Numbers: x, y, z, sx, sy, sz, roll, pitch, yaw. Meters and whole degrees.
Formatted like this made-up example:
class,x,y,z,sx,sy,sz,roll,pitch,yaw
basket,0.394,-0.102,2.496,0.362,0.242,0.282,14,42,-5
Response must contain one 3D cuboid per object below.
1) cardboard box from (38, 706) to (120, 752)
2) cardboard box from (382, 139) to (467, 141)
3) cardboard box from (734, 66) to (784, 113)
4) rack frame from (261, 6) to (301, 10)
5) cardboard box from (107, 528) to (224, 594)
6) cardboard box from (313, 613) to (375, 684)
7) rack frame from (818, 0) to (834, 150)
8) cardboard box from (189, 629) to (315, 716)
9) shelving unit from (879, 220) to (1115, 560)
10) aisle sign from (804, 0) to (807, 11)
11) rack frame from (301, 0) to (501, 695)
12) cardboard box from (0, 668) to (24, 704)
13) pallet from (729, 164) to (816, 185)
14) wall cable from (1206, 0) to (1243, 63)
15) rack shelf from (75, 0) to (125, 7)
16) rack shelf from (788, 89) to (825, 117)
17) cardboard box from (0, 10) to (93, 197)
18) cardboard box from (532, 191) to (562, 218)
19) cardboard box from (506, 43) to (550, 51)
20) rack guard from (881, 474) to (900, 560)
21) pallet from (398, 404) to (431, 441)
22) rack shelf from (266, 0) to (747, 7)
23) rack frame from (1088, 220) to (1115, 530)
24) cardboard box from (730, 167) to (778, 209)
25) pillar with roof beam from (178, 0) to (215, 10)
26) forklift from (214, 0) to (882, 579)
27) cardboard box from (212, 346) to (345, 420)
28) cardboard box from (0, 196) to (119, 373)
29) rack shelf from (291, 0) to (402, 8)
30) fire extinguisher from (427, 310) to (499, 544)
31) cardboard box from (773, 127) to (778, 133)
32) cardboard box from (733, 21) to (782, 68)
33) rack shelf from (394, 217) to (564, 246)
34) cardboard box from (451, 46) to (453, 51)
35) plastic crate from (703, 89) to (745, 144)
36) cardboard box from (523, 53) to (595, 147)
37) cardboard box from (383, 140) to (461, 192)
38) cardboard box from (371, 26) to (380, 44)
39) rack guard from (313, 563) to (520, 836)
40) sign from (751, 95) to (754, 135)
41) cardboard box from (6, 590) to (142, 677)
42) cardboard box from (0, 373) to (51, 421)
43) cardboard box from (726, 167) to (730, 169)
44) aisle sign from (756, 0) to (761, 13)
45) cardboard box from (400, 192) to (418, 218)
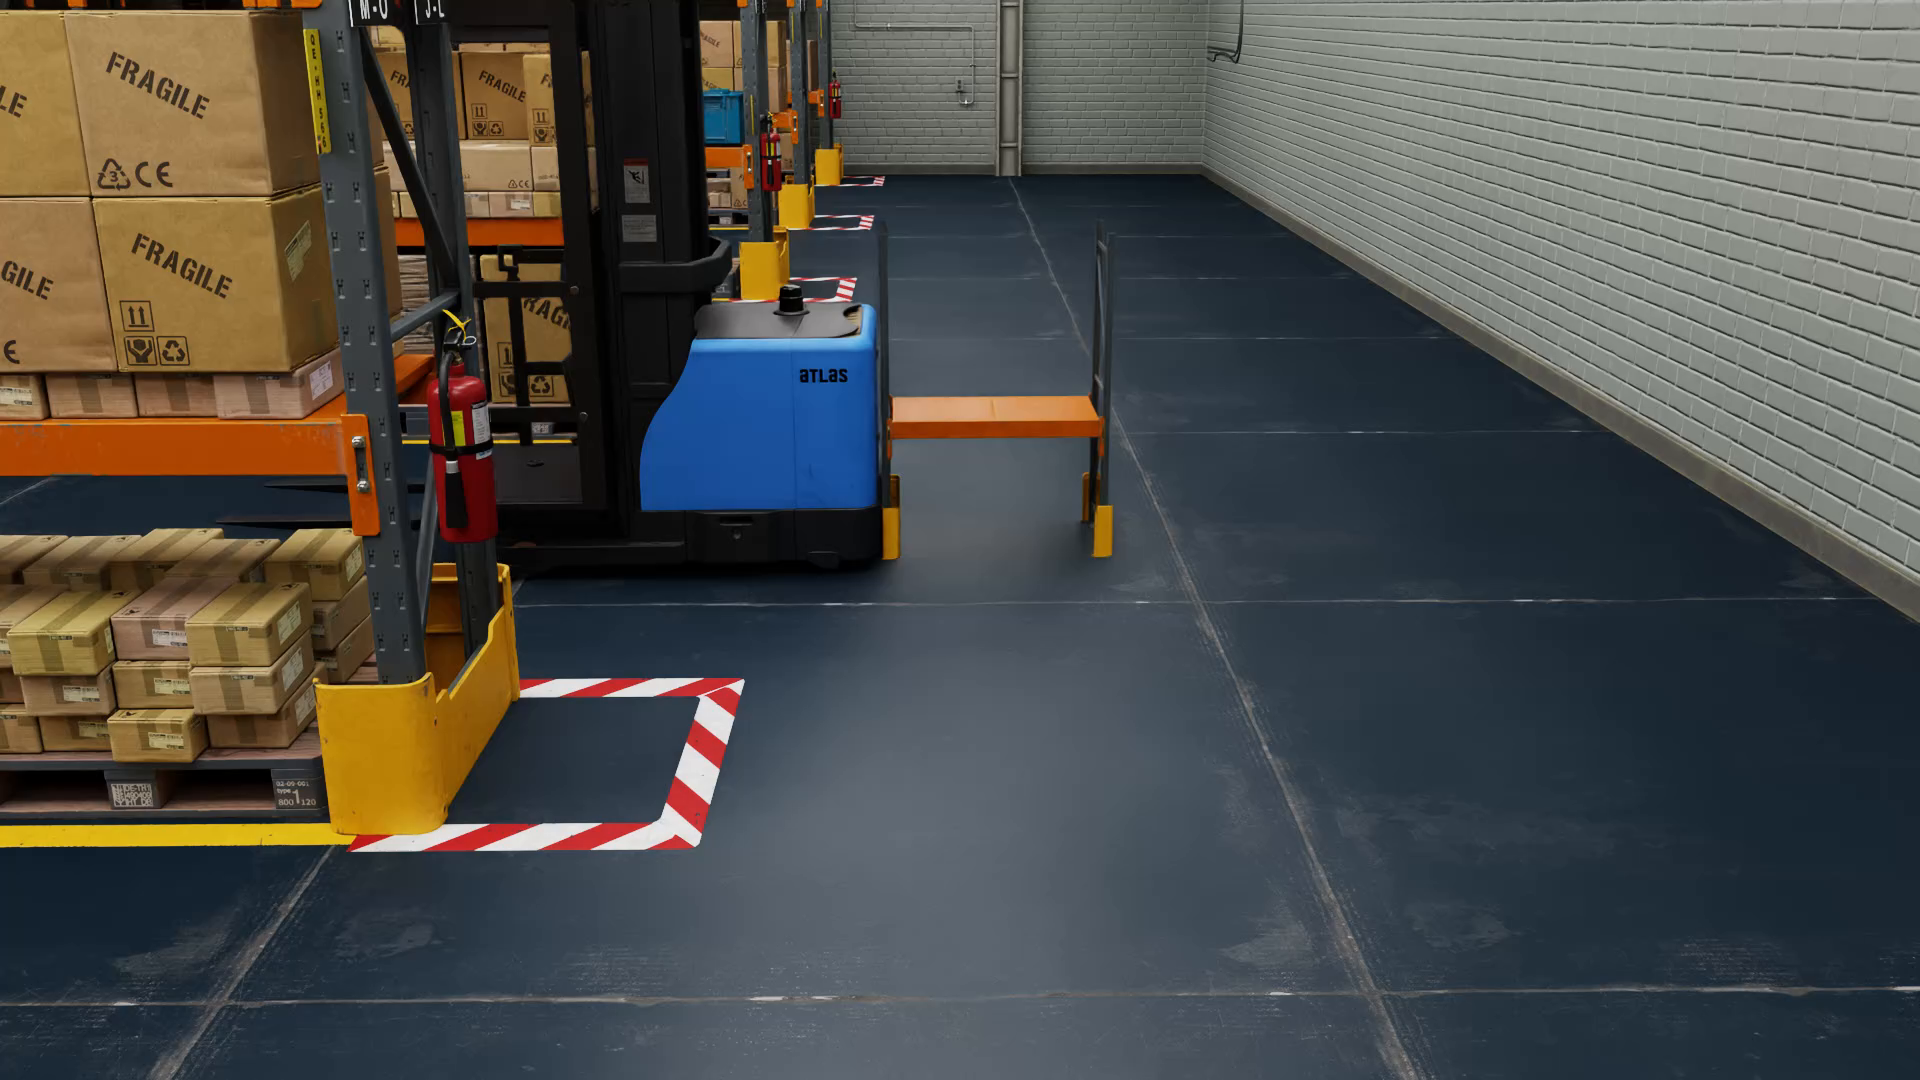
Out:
class,x,y,z,sx,sy,sz,roll,pitch,yaw
cardboard box,-2.781,0.543,5.423,0.250,0.149,0.380,0,18,-1
cardboard box,-3.221,-2.348,10.214,0.500,0.250,0.500,-1,18,-3
cardboard box,-2.311,-5.191,19.155,0.500,0.500,0.500,0,18,1
rack frame,-5.792,-3.697,14.660,0.127,3.000,1.000,0,18,-1
cardboard box,-2.794,0.085,5.876,0.250,0.149,0.380,0,18,-1
cardboard box,-2.266,0.375,5.949,0.250,0.149,0.380,0,18,0
rack frame,-1.949,-6.742,24.153,0.127,3.000,1.000,0,18,-1
cardboard box,-2.261,0.418,5.327,0.250,0.149,0.380,-1,18,-2
shelving unit,0.165,-0.717,7.827,1.083,1.500,0.587,-1,18,-2
aisle sign,-1.804,-6.557,19.320,0.004,0.787,0.394,0,18,-1
rack frame,-1.737,-0.688,5.281,0.127,3.000,1.000,0,18,-1
cardboard box,-3.050,0.391,5.411,0.250,0.149,0.380,0,18,-2
pallet,-2.747,-5.386,24.492,1.213,0.211,1.003,0,18,-1
wall cable,3.712,-8.038,23.455,0.112,2.526,3.097,0,18,-1
rack shelf,-7.867,-6.285,18.998,4.000,0.370,1.077,0,18,-1
rack shelf,-3.949,-6.389,24.232,4.000,0.370,1.077,0,18,-1
cardboard box,-2.698,-1.272,4.816,0.500,0.500,0.500,-1,18,-3
cardboard box,-2.325,-1.979,9.719,0.250,0.149,0.380,0,18,0
cardboard box,-4.875,-5.652,18.956,0.500,0.500,0.500,-1,18,-3
rack guard,-0.332,-0.117,8.002,0.087,0.250,0.587,-1,18,-2
pallet,-3.730,-0.843,10.328,1.213,0.211,1.003,0,18,-1
rack shelf,-3.793,-4.792,14.342,4.000,0.370,1.077,0,18,-1
rack frame,0.664,-0.722,7.844,0.032,1.500,0.500,-1,18,-2
cardboard box,-2.407,-4.170,19.508,0.500,0.500,0.500,0,18,-1
pillar with roof beam,-11.194,-8.503,19.821,0.400,9.000,9.100,0,18,-1
forklift,-1.897,-1.383,7.560,3.031,2.935,1.130,-1,18,-2
cardboard box,-2.059,-0.480,5.045,0.250,0.149,0.380,0,18,-1
cardboard box,-2.698,-0.795,4.965,0.500,0.500,0.500,-1,18,-2
rack shelf,-3.737,-1.764,4.902,4.000,0.370,1.077,0,18,-1
fire extinguisher,-1.478,-0.334,4.914,0.183,0.674,0.296,0,18,-1
cardboard box,-2.773,-5.970,24.090,0.250,0.149,0.380,0,18,-2
cardboard box,-2.308,-5.666,19.000,0.500,0.500,0.500,0,18,-1
rack shelf,-3.714,-1.851,10.084,4.000,0.370,1.077,0,18,-1
cardboard box,-7.419,-6.837,23.765,0.500,0.500,0.500,0,18,-1
plastic crate,-2.125,-3.703,14.523,0.499,0.435,0.616,0,18,-1
cardboard box,-2.198,-2.548,9.610,0.500,0.500,0.500,0,18,0
cardboard box,-3.211,-2.185,9.707,0.500,0.250,0.500,-1,18,-3
cardboard box,-8.453,-7.189,23.635,0.500,0.250,0.500,0,18,0
rack guard,-1.813,0.503,5.661,0.348,0.500,1.175,0,18,-1
sign,-1.768,-3.626,14.172,0.005,0.325,0.100,0,18,-1
cardboard box,-2.772,0.290,5.238,0.250,0.149,0.380,-1,18,-2
cardboard box,-2.813,-0.476,5.033,0.250,0.149,0.380,0,18,1
cardboard box,-3.148,-5.715,24.357,0.500,0.500,0.700,0,18,-1
aisle sign,-1.716,-4.865,14.045,0.004,0.787,0.394,0,18,-1
cardboard box,-3.087,-1.976,9.707,0.250,0.149,0.380,-1,18,-2
